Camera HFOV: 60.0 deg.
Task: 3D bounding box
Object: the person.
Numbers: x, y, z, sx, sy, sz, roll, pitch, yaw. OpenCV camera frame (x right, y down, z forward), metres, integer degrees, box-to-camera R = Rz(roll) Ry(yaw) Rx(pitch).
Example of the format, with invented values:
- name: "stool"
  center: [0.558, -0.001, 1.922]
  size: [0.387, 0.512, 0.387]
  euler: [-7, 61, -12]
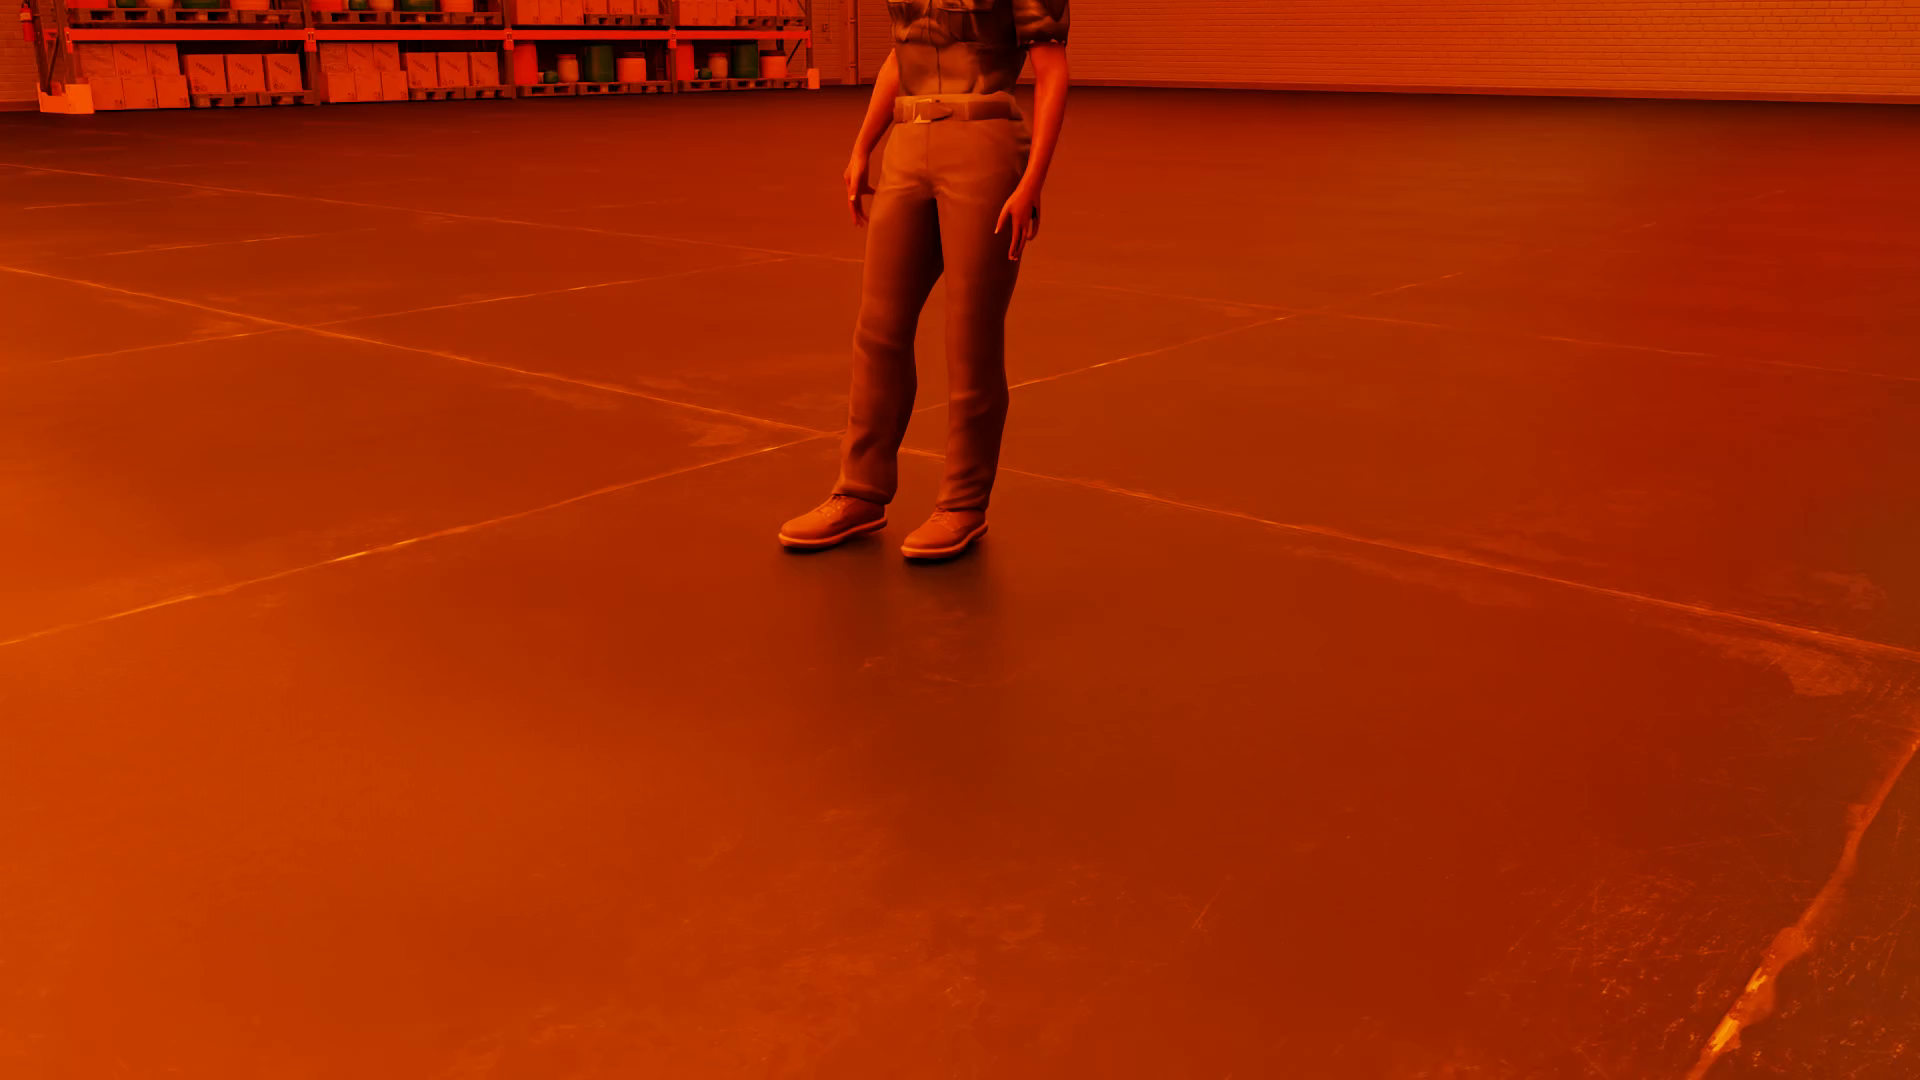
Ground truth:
- name: "person"
  center: [-0.071, -0.782, 3.647]
  size: [0.569, 1.654, 0.504]
  euler: [13, 21, 37]
